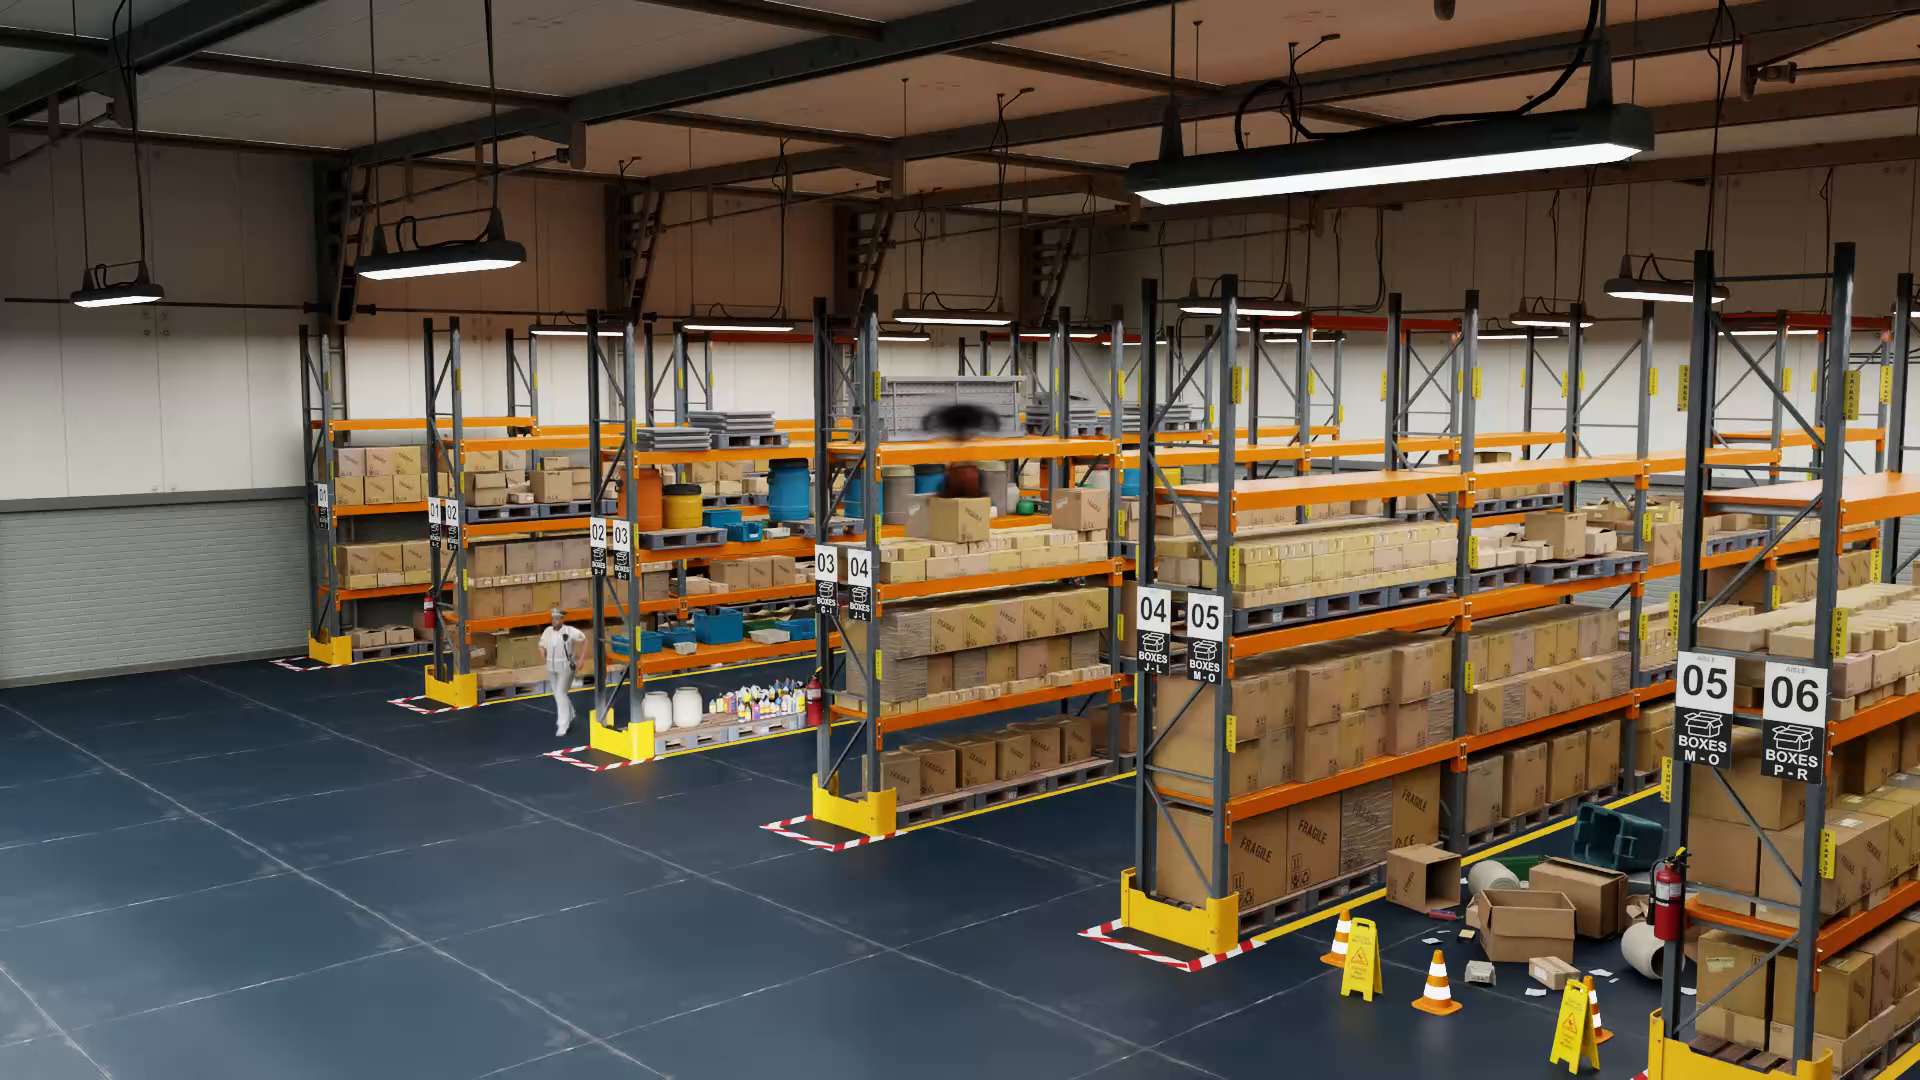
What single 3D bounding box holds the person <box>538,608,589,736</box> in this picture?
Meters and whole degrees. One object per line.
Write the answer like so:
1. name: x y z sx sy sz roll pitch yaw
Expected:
1. person: -5.734 1.894 23.922 0.661 1.874 0.788 2 6 21
